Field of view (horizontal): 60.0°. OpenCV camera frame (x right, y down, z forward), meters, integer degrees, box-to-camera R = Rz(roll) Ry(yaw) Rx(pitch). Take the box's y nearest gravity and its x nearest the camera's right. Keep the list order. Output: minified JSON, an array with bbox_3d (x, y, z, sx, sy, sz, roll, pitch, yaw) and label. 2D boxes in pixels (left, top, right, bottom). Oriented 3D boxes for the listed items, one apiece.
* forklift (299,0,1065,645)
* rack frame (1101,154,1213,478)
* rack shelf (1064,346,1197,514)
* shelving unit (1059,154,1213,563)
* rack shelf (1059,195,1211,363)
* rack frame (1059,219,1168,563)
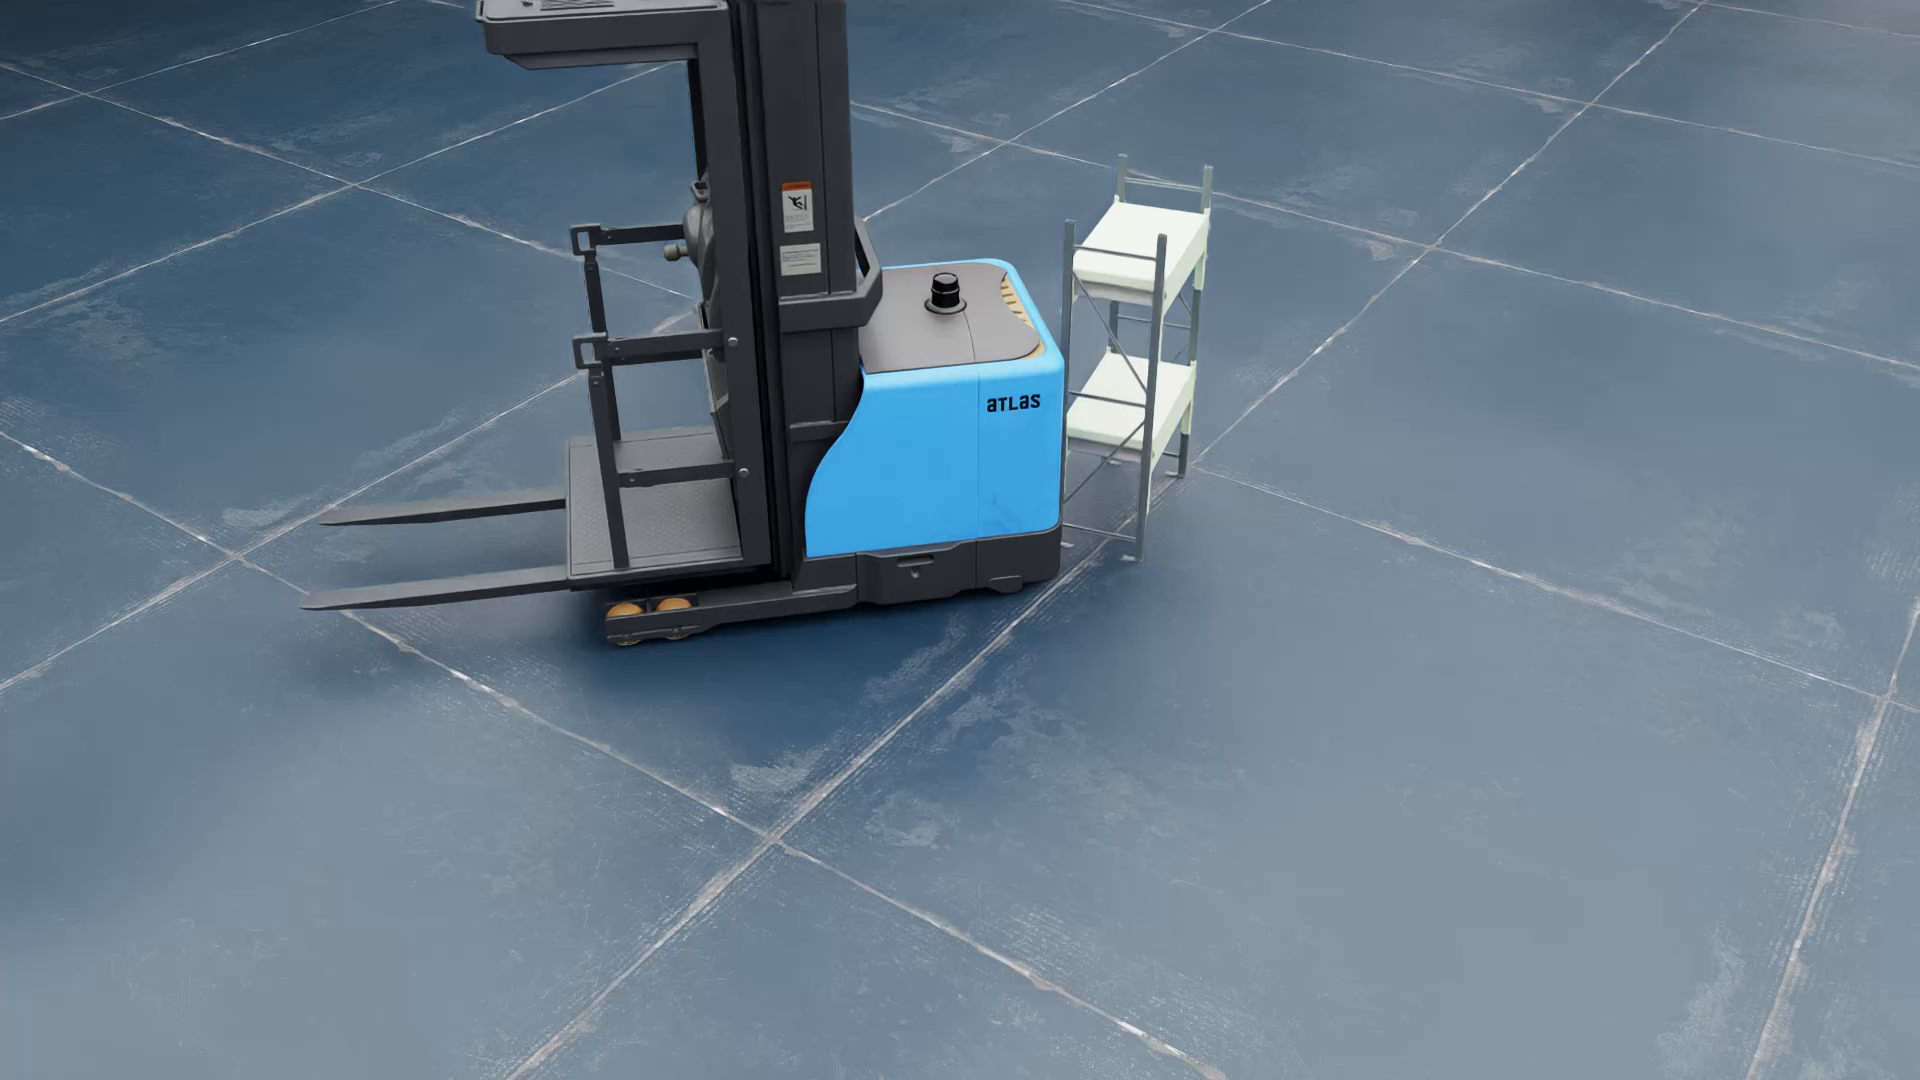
[{"bbox_3d":[-1.152,-1.117,6.285,3.031,2.935,1.130,-6,35,-9],"label":"forklift"},{"bbox_3d":[0.853,-0.951,7.317,0.400,1.500,0.023,12,36,17],"label":"rack frame"},{"bbox_3d":[0.724,-0.489,7.216,0.431,0.370,0.720,12,36,17],"label":"rack shelf"},{"bbox_3d":[0.724,-0.759,7.034,0.431,1.500,0.755,12,36,17],"label":"shelving unit"},{"bbox_3d":[0.724,-1.082,6.815,0.431,0.370,0.720,12,36,17],"label":"rack shelf"},{"bbox_3d":[0.594,-0.567,6.750,0.400,1.500,0.023,12,36,17],"label":"rack frame"}]
